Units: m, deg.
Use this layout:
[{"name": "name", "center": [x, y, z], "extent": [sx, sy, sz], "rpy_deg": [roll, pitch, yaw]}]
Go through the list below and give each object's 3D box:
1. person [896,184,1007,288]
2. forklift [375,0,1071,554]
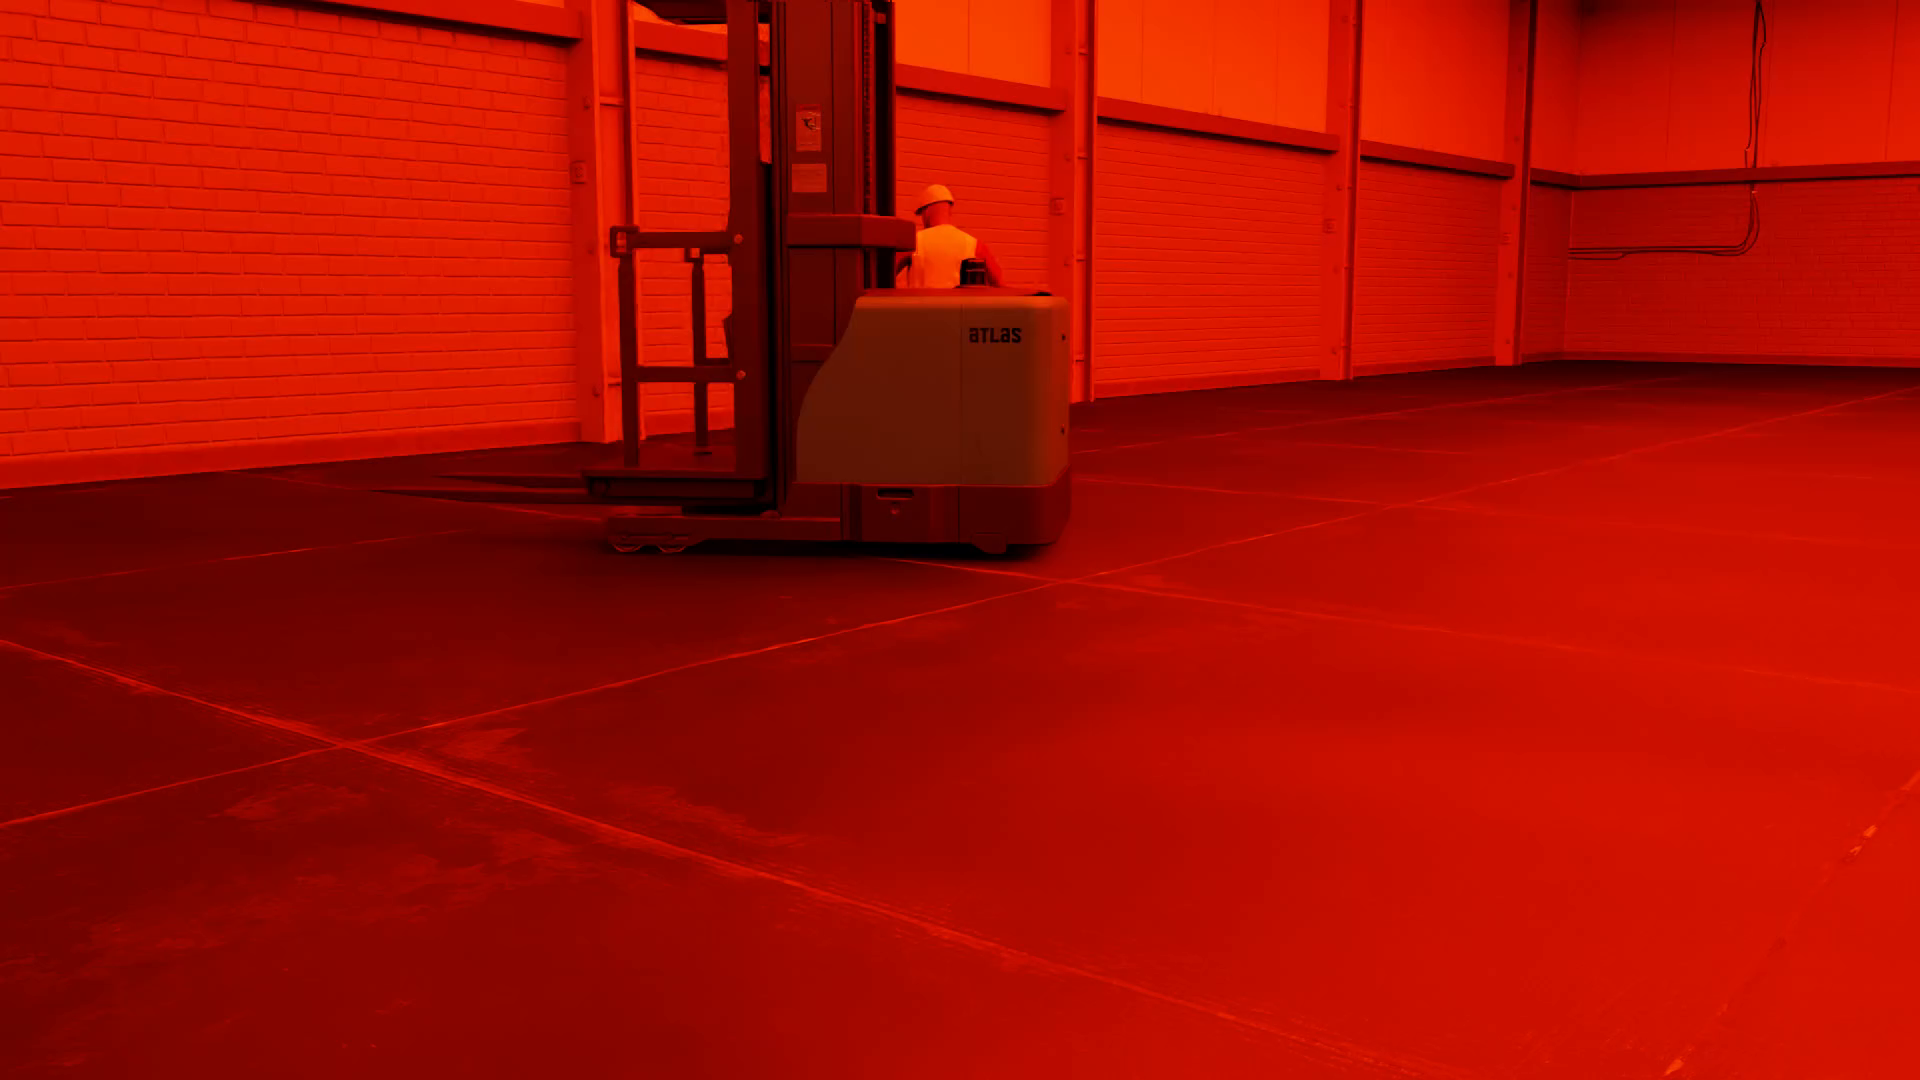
[{"name": "person", "center": [-0.122, -1.264, 10.177], "extent": [1.048, 1.780, 0.658], "rpy_deg": [-2, 8, -11]}, {"name": "forklift", "center": [-1.050, -1.466, 7.298], "extent": [3.031, 2.935, 1.130], "rpy_deg": [1, 8, 9]}]
